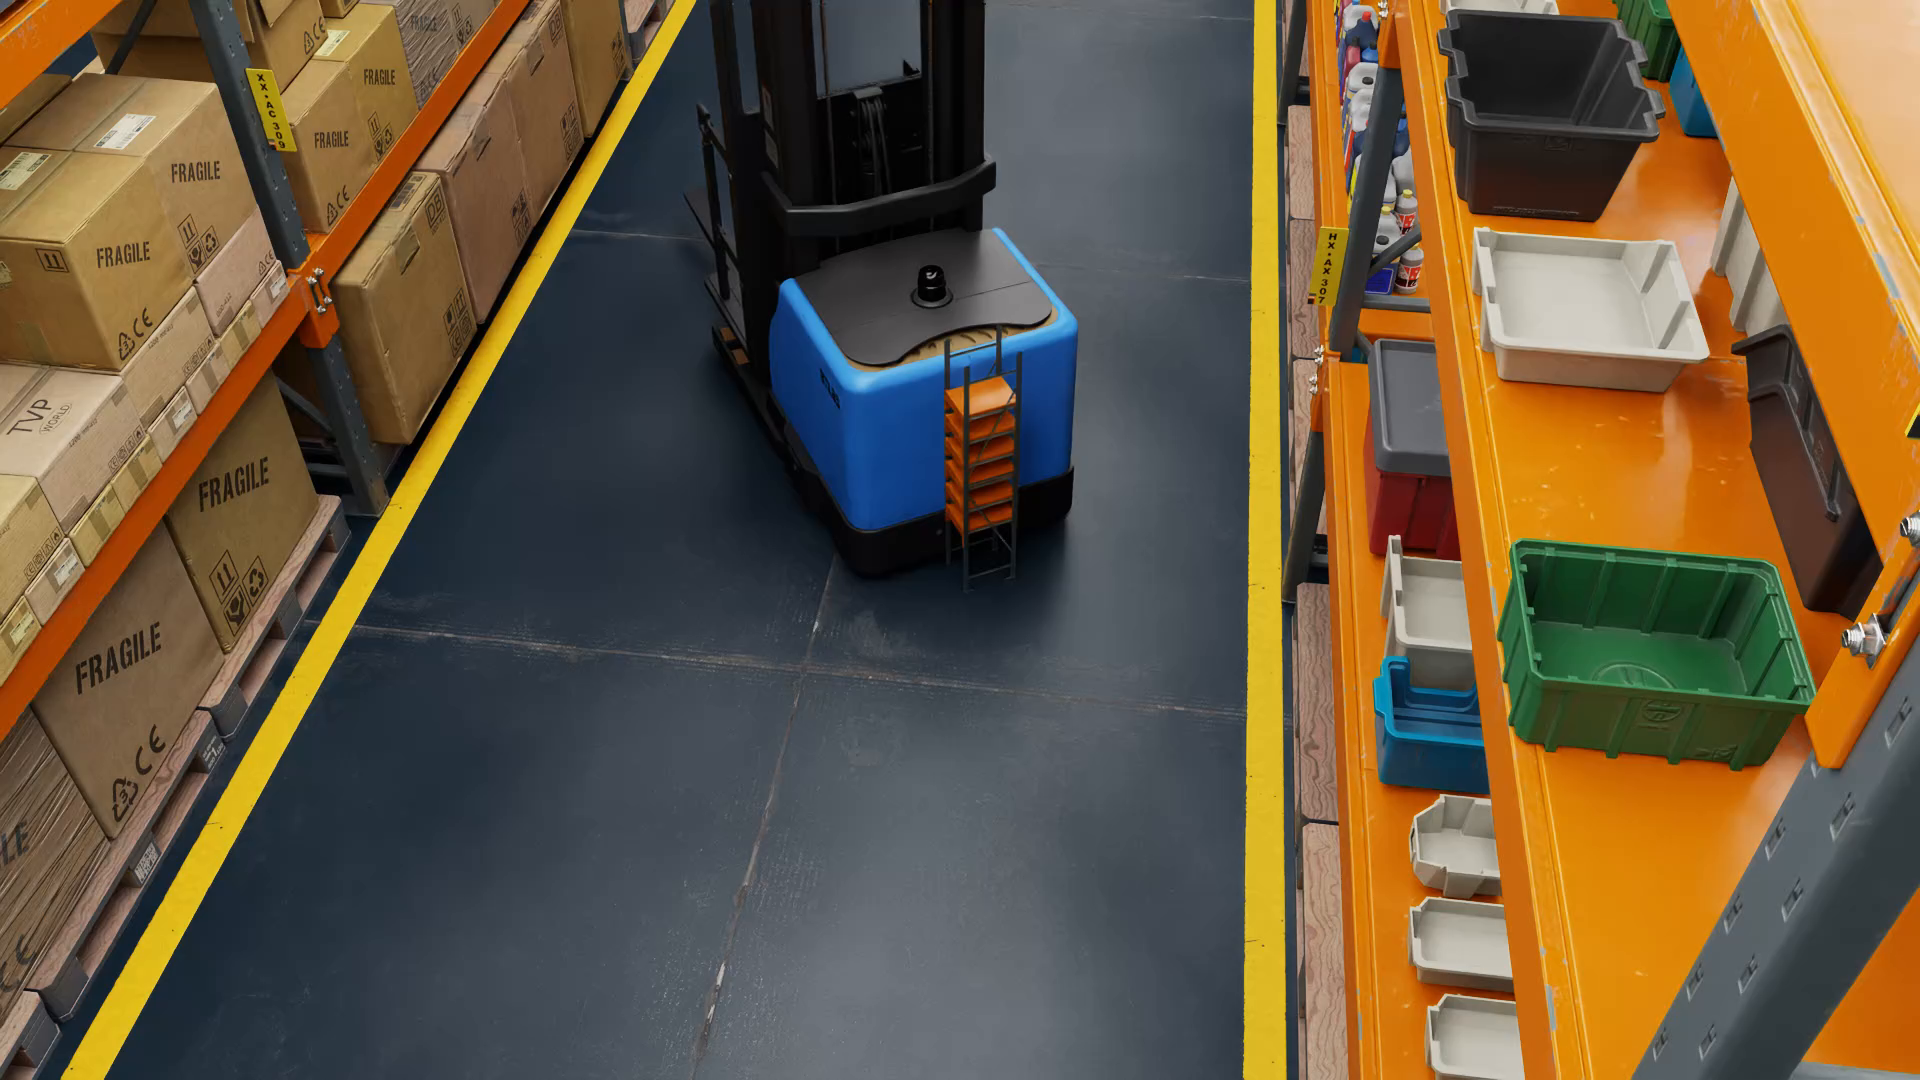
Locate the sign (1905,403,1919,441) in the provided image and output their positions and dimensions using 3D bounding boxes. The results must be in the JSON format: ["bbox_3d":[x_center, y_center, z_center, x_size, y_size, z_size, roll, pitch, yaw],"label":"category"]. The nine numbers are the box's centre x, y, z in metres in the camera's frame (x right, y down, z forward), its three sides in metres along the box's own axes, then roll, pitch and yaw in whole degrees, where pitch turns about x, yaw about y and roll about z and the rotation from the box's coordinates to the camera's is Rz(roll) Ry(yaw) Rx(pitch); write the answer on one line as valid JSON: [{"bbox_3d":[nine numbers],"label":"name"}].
[{"bbox_3d":[0.777,-0.192,1.165,0.100,0.325,0.005,5,44,6],"label":"sign"}]

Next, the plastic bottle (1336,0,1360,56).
[{"bbox_3d":[1.809,-2.369,7.686,0.097,0.271,0.097,0,43,0],"label":"plastic bottle"}]

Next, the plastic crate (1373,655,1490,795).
[{"bbox_3d":[1.342,0.524,4.615,0.416,0.233,0.300,5,44,6],"label":"plastic crate"}]

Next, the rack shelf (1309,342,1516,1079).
[{"bbox_3d":[1.589,0.806,4.763,1.077,0.370,4.000,5,44,6],"label":"rack shelf"}]

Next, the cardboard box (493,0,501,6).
[{"bbox_3d":[-2.484,-2.979,8.164,0.500,0.500,0.500,4,44,4],"label":"cardboard box"}]

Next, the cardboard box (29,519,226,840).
[{"bbox_3d":[-3.342,0.406,5.901,0.875,0.875,0.875,5,44,6],"label":"cardboard box"}]

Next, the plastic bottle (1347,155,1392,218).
[{"bbox_3d":[1.651,-1.457,6.665,0.144,0.351,0.185,5,44,6],"label":"plastic bottle"}]

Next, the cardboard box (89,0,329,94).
[{"bbox_3d":[-2.980,-2.105,6.512,0.797,0.503,0.637,4,44,4],"label":"cardboard box"}]

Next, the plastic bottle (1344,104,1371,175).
[{"bbox_3d":[1.700,-1.664,6.938,0.152,0.276,0.135,5,44,6],"label":"plastic bottle"}]

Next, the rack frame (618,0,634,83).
[{"bbox_3d":[-2.527,-3.995,9.309,1.000,3.000,0.127,5,44,6],"label":"rack frame"}]

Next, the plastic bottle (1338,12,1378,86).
[{"bbox_3d":[1.796,-2.207,7.458,0.144,0.351,0.185,5,44,6],"label":"plastic bottle"}]

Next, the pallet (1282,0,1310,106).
[{"bbox_3d":[2.523,-3.056,10.346,1.003,0.211,1.213,5,44,6],"label":"pallet"}]

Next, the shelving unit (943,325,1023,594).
[{"bbox_3d":[0.088,-0.300,6.716,0.258,1.200,0.189,-17,46,-17],"label":"shelving unit"}]

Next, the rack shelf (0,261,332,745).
[{"bbox_3d":[-3.321,0.356,5.238,1.077,0.370,4.000,5,44,6],"label":"rack shelf"}]

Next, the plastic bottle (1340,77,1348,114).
[{"bbox_3d":[1.737,-1.968,7.314,0.097,0.201,0.097,0,43,0],"label":"plastic bottle"}]

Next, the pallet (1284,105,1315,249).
[{"bbox_3d":[2.319,-1.991,9.221,1.003,0.211,1.213,5,44,6],"label":"pallet"}]

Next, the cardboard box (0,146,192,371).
[{"bbox_3d":[-2.922,-0.916,5.405,0.500,0.500,0.500,6,44,6],"label":"cardboard box"}]

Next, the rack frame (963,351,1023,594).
[{"bbox_3d":[0.125,-0.242,6.656,0.240,1.200,0.006,-17,46,-17],"label":"rack frame"}]

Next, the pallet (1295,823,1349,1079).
[{"bbox_3d":[1.636,1.533,5.500,1.003,0.211,1.213,5,44,6],"label":"pallet"}]

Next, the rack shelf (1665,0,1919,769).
[{"bbox_3d":[1.589,-1.227,2.837,1.077,0.370,4.000,5,44,6],"label":"rack shelf"}]

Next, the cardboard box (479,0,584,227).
[{"bbox_3d":[-2.765,-2.300,8.760,1.225,0.875,0.875,5,44,6],"label":"cardboard box"}]

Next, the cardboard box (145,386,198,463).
[{"bbox_3d":[-2.874,-0.414,5.711,0.380,0.149,0.250,6,44,6],"label":"cardboard box"}]

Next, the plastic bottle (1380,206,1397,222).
[{"bbox_3d":[1.651,-1.211,6.514,0.097,0.201,0.097,0,43,0],"label":"plastic bottle"}]

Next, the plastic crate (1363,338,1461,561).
[{"bbox_3d":[1.487,-0.278,5.294,0.402,0.464,0.583,5,44,6],"label":"plastic crate"}]

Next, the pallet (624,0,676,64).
[{"bbox_3d":[-2.423,-3.515,10.830,1.003,0.211,1.213,5,44,6],"label":"pallet"}]

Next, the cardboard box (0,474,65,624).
[{"bbox_3d":[-3.058,0.048,4.932,0.500,0.250,0.500,4,44,5],"label":"cardboard box"}]

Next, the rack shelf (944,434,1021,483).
[{"bbox_3d":[0.088,-0.355,6.664,0.258,0.103,0.180,-17,46,-17],"label":"rack shelf"}]

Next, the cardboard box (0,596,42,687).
[{"bbox_3d":[-3.009,0.288,4.969,0.380,0.149,0.250,4,44,4],"label":"cardboard box"}]

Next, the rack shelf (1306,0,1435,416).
[{"bbox_3d":[2.118,-1.920,7.642,1.077,0.370,4.000,5,44,6],"label":"rack shelf"}]

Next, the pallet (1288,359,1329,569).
[{"bbox_3d":[1.997,-0.328,7.465,1.003,0.211,1.213,5,44,6],"label":"pallet"}]

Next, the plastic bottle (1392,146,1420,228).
[{"bbox_3d":[1.793,-1.444,6.651,0.144,0.351,0.185,5,44,6],"label":"plastic bottle"}]

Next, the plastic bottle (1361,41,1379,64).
[{"bbox_3d":[1.815,-2.079,7.380,0.097,0.271,0.097,0,43,0],"label":"plastic bottle"}]

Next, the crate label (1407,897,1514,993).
[{"bbox_3d":[1.318,1.021,4.160,0.396,0.136,0.243,5,44,6],"label":"crate label"}]

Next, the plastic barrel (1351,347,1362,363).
[{"bbox_3d":[2.036,-1.061,7.431,0.600,0.901,0.708,5,44,6],"label":"plastic barrel"}]

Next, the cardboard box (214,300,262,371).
[{"bbox_3d":[-2.806,-0.764,6.080,0.380,0.149,0.250,6,44,6],"label":"cardboard box"}]

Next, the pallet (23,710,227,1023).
[{"bbox_3d":[-3.393,1.089,5.969,1.003,0.211,1.213,5,44,6],"label":"pallet"}]

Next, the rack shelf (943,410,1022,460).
[{"bbox_3d":[0.088,-0.442,6.581,0.258,0.103,0.180,-17,46,-17],"label":"rack shelf"}]

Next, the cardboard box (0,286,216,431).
[{"bbox_3d":[-2.920,-0.644,5.664,0.500,0.250,0.500,6,44,7],"label":"cardboard box"}]

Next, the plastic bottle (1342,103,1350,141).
[{"bbox_3d":[1.706,-1.810,7.147,0.097,0.201,0.097,0,43,0],"label":"plastic bottle"}]

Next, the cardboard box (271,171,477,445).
[{"bbox_3d":[-2.991,-1.088,7.479,1.225,0.875,0.875,5,44,6],"label":"cardboard box"}]

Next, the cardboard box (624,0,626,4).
[{"bbox_3d":[-2.459,-3.705,10.502,0.700,0.500,0.500,3,44,3],"label":"cardboard box"}]

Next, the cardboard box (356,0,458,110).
[{"bbox_3d":[-2.615,-2.279,7.425,0.500,0.500,0.500,4,44,5],"label":"cardboard box"}]

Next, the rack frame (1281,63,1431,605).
[{"bbox_3d":[1.853,-0.818,5.955,1.000,3.000,0.127,5,44,6],"label":"rack frame"}]

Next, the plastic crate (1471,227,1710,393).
[{"bbox_3d":[1.352,-0.517,3.646,0.437,0.136,0.530,5,44,6],"label":"plastic crate"}]

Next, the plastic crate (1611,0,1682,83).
[{"bbox_3d":[2.097,-1.514,4.662,0.450,0.188,0.662,5,44,6],"label":"plastic crate"}]

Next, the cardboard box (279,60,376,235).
[{"bbox_3d":[-2.748,-1.596,6.703,0.500,0.500,0.500,5,44,6],"label":"cardboard box"}]

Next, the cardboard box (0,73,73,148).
[{"bbox_3d":[-3.373,-1.291,5.802,0.500,0.500,0.500,5,44,6],"label":"cardboard box"}]

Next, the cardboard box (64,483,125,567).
[{"bbox_3d":[-2.941,-0.064,5.341,0.380,0.149,0.250,5,44,5],"label":"cardboard box"}]

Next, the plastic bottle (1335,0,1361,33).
[{"bbox_3d":[1.840,-2.526,7.852,0.097,0.271,0.097,0,43,0],"label":"plastic bottle"}]

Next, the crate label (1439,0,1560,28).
[{"bbox_3d":[1.502,-1.505,4.690,0.293,0.136,0.466,5,44,6],"label":"crate label"}]

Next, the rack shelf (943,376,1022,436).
[{"bbox_3d":[0.088,-0.529,6.499,0.258,0.103,0.180,-17,46,-17],"label":"rack shelf"}]

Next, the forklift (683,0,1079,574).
[{"bbox_3d":[-0.567,-1.942,7.192,1.130,2.935,3.031,-17,46,-17],"label":"forklift"}]

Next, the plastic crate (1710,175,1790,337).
[{"bbox_3d":[1.923,-0.621,3.651,0.437,0.282,0.530,5,44,6],"label":"plastic crate"}]

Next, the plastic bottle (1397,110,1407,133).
[{"bbox_3d":[1.826,-1.664,6.941,0.097,0.271,0.097,0,43,0],"label":"plastic bottle"}]

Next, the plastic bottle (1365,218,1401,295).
[{"bbox_3d":[1.585,-1.071,6.312,0.152,0.276,0.135,5,44,6],"label":"plastic bottle"}]

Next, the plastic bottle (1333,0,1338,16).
[{"bbox_3d":[1.850,-2.677,8.002,0.061,0.283,0.133,5,44,6],"label":"plastic bottle"}]
